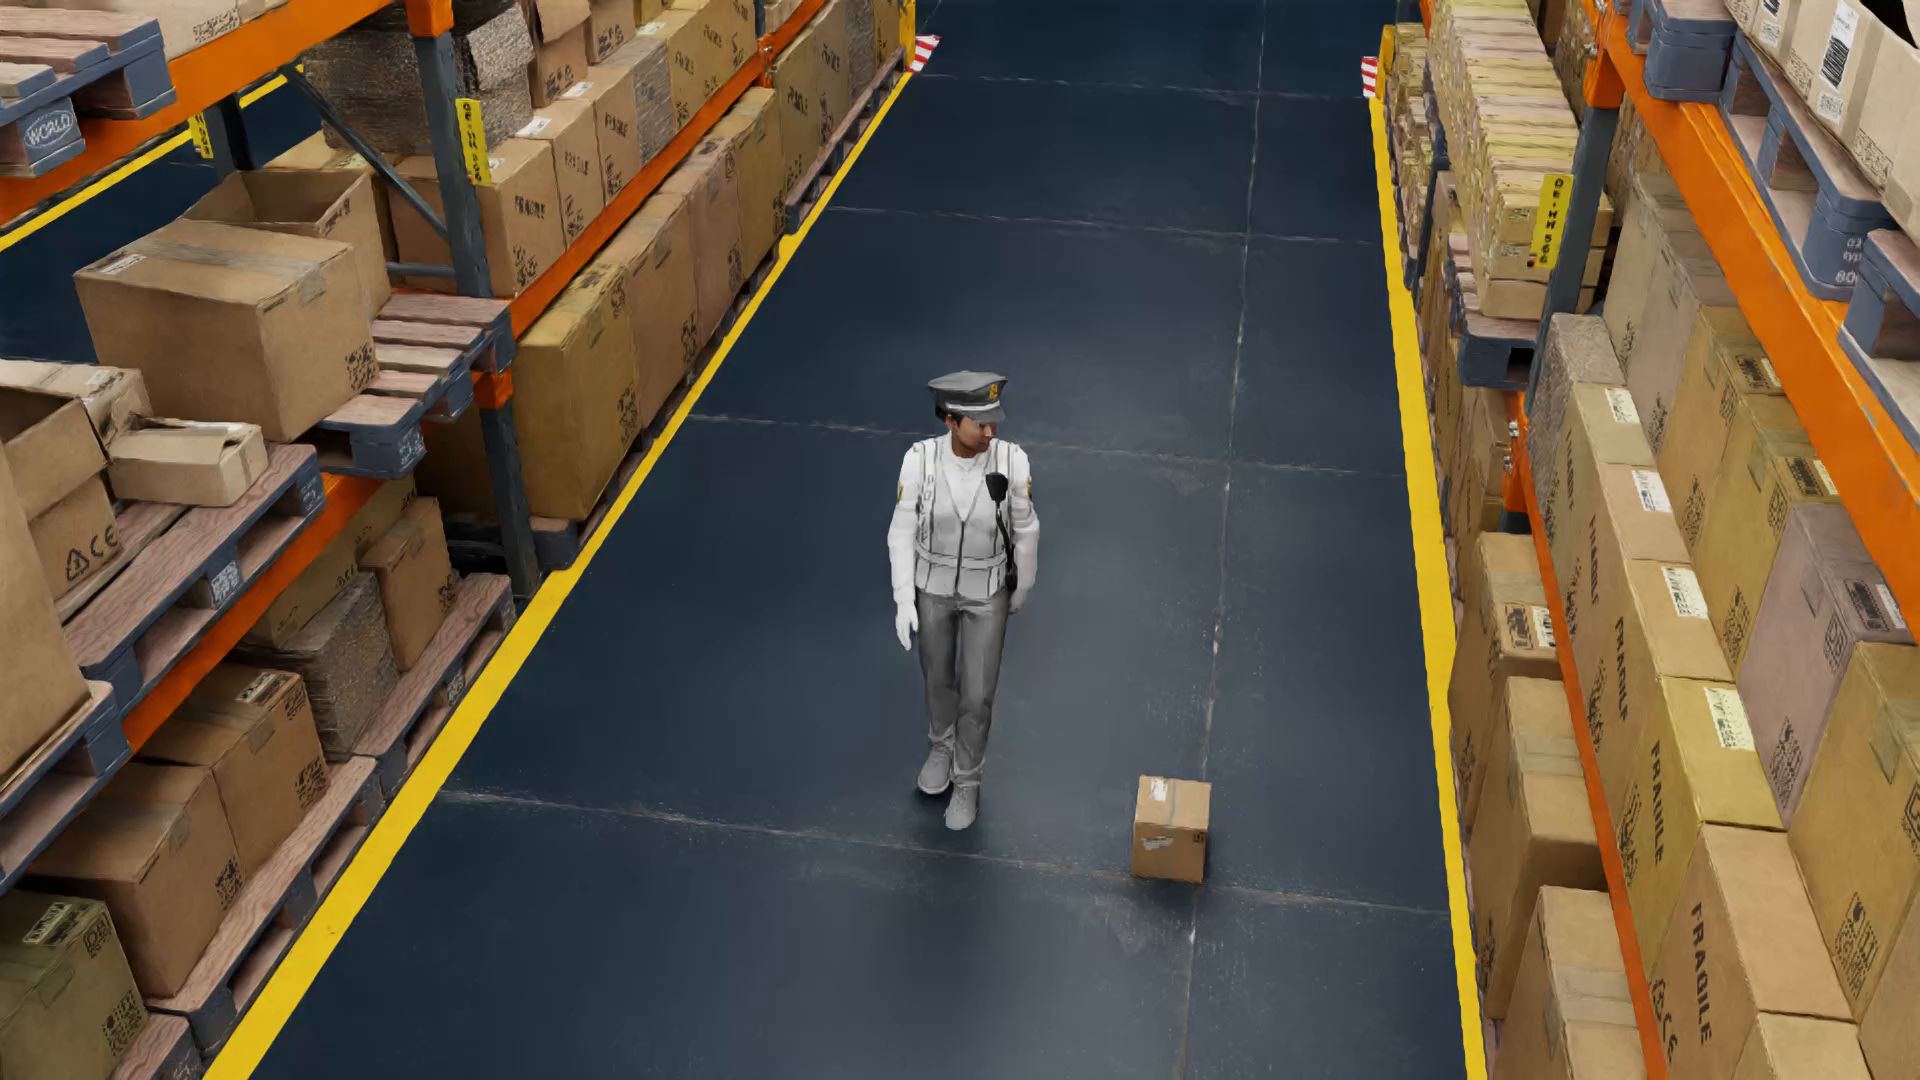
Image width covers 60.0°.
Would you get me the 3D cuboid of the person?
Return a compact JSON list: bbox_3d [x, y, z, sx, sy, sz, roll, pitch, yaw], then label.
[{"bbox_3d":[0.005,0.242,5.771,0.513,1.753,0.468,4,33,6],"label":"person"}]
